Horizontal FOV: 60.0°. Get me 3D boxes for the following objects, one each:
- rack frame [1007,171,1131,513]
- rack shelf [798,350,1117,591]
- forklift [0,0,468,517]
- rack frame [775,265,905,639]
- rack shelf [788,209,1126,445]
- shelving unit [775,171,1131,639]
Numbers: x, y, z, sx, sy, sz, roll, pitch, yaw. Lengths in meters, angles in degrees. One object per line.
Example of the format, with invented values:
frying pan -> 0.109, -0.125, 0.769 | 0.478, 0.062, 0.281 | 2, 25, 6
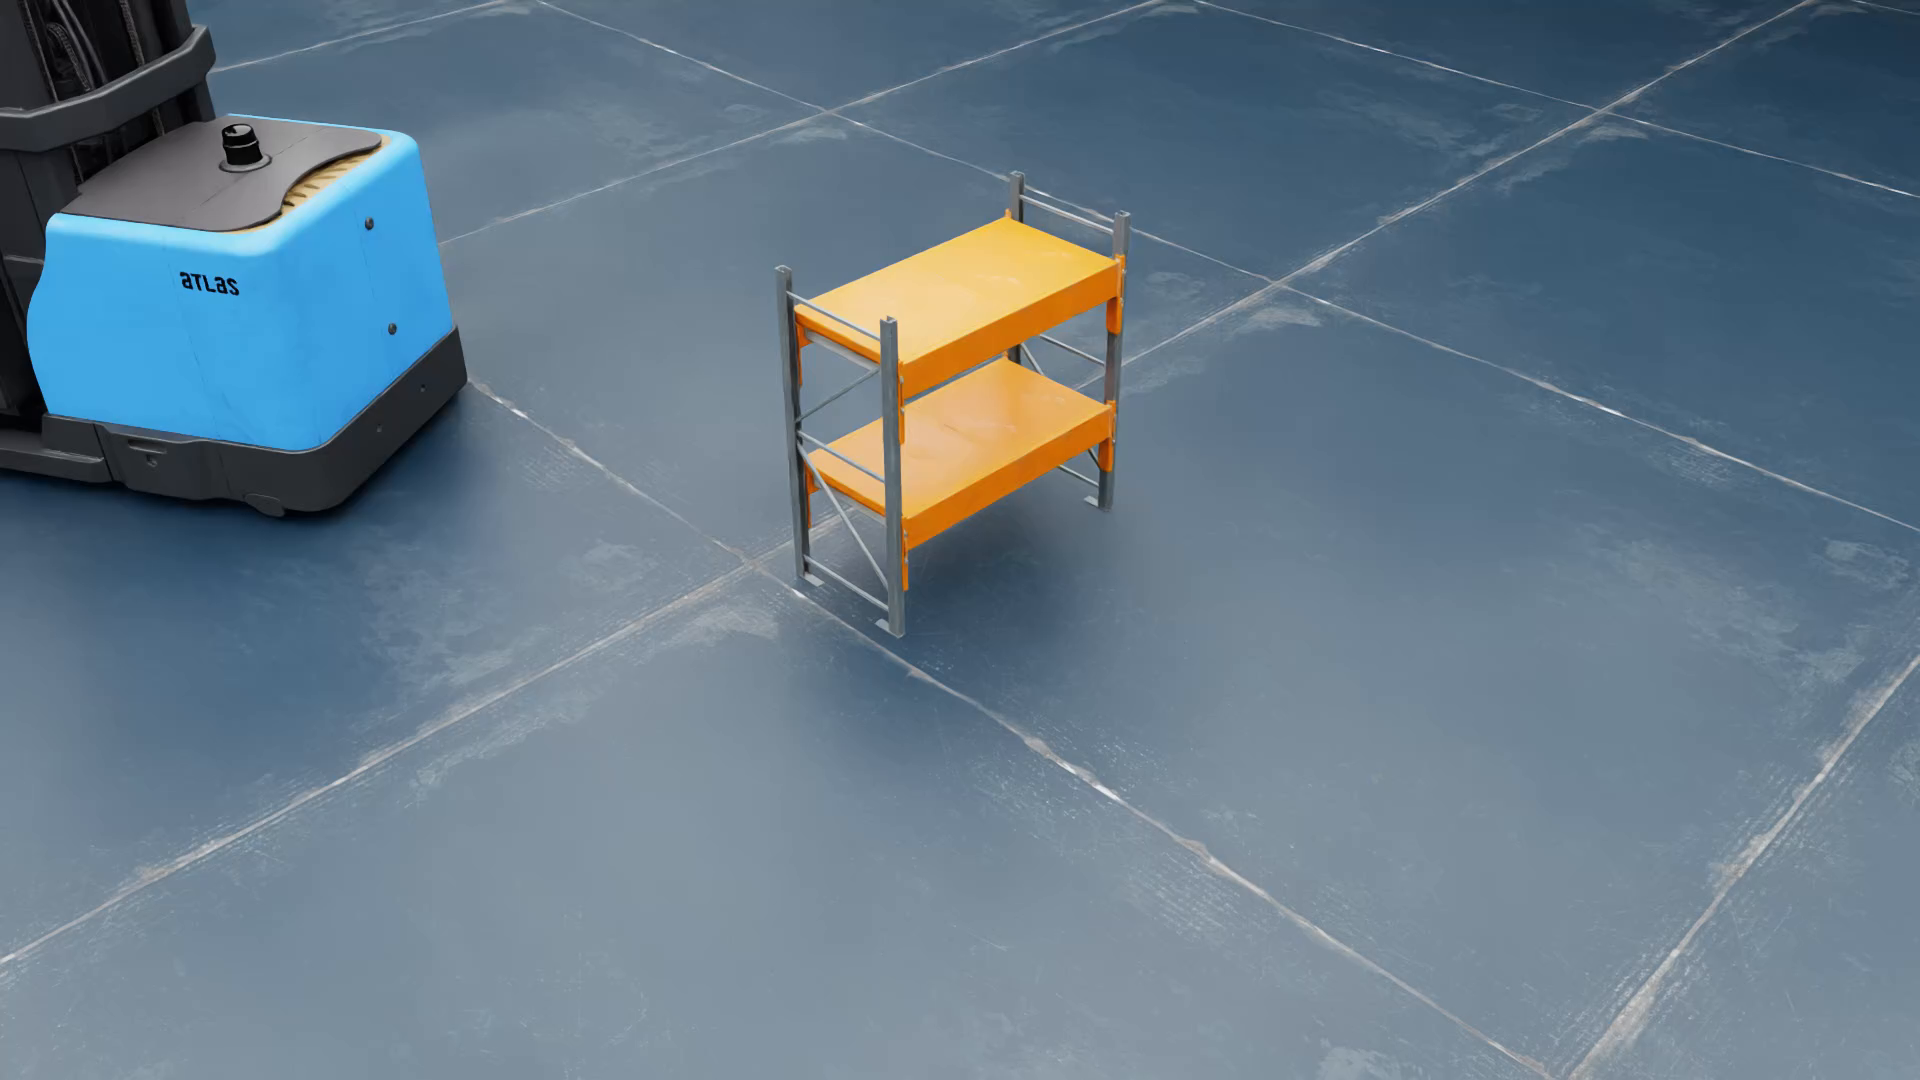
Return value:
rack frame -> 0.353, -0.665, 5.720 | 0.500, 1.125, 0.032 | 30, 45, 35
rack shelf -> -0.005, -0.258, 5.564 | 0.538, 0.278, 1.000 | 30, 45, 35
forklift -> -3.506, -1.742, 5.685 | 3.031, 2.935, 1.130 | 9, 36, 12
rack frame -> -0.363, -0.252, 5.128 | 0.500, 1.125, 0.032 | 30, 45, 35
rack shelf -> -0.005, -0.699, 5.257 | 0.538, 0.278, 1.000 | 30, 45, 35
shelving unit -> -0.005, -0.459, 5.424 | 0.538, 1.125, 1.048 | 30, 45, 35
